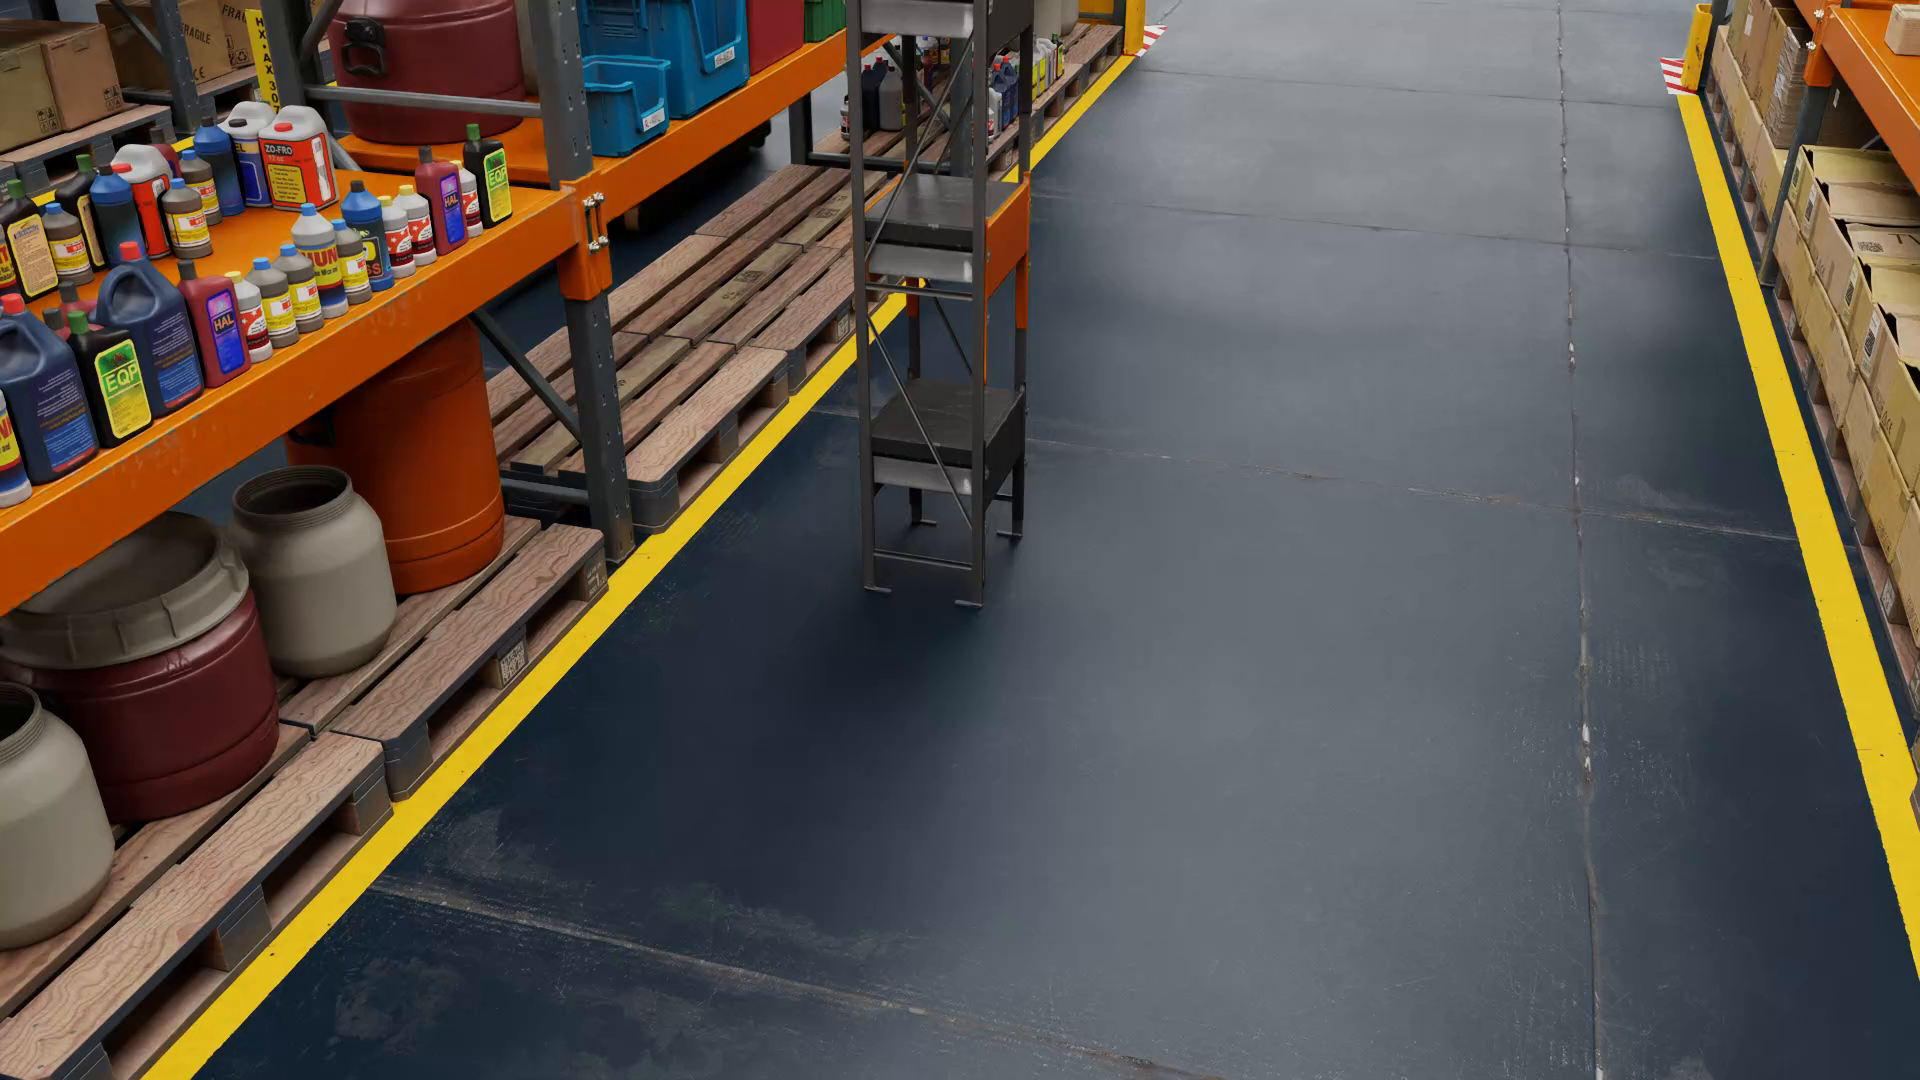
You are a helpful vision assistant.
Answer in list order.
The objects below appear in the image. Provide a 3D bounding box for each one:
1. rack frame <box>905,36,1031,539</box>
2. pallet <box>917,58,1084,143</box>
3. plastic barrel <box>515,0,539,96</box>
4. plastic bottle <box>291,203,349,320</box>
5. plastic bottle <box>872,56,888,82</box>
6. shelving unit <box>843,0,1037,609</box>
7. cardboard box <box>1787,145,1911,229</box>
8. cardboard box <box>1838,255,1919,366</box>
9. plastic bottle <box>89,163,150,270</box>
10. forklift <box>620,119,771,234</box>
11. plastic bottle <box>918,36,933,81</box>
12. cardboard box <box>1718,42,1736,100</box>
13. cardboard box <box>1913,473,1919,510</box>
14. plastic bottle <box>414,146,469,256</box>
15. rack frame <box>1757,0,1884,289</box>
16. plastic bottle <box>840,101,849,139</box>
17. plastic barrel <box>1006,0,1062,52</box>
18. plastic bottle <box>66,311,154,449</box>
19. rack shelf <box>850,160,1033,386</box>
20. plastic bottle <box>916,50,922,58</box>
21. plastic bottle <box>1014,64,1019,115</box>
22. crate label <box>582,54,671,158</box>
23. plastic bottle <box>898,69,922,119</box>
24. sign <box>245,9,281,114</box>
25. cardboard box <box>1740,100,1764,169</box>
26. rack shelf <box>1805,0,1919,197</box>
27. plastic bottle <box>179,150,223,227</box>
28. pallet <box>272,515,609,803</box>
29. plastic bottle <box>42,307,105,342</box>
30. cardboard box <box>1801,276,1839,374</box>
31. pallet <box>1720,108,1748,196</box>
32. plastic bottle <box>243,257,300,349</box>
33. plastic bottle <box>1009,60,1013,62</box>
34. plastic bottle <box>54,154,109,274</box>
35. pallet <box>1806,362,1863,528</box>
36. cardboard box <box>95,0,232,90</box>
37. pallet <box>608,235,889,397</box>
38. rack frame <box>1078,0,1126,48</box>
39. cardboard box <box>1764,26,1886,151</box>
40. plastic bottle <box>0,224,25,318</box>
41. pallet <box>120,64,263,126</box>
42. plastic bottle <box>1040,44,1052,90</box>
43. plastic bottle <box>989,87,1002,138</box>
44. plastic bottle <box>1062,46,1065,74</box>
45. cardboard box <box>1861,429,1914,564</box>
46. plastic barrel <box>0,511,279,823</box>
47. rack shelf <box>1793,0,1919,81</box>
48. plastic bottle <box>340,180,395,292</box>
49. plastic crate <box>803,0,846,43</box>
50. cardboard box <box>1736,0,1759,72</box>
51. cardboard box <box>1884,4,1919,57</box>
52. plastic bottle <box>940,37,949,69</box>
[{"bbox_3d":[0.023,-0.954,5.305,0.400,2.100,0.015,8,30,15],"label":"rack frame"},{"bbox_3d":[0.163,-2.836,10.631,1.003,0.211,1.213,8,30,15],"label":"pallet"},{"bbox_3d":[-1.507,-1.878,5.926,0.421,0.512,0.421,0,29,0],"label":"plastic barrel"},{"bbox_3d":[-1.549,-0.677,4.013,0.097,0.271,0.097,0,29,0],"label":"plastic bottle"},{"bbox_3d":[-0.461,-2.644,9.690,0.144,0.351,0.185,7,30,12],"label":"plastic bottle"},{"bbox_3d":[-0.049,-0.841,5.101,0.431,2.100,0.503,8,30,15],"label":"shelving unit"},{"bbox_3d":[3.944,-1.542,7.256,0.500,0.311,0.500,9,30,15],"label":"cardboard box"},{"bbox_3d":[3.494,-0.827,5.971,0.500,0.311,0.500,9,30,16],"label":"cardboard box"},{"bbox_3d":[-2.179,-0.836,4.300,0.097,0.271,0.097,0,29,0],"label":"plastic bottle"},{"bbox_3d":[-2.053,-3.073,8.260,1.130,2.935,3.031,8,30,15],"label":"forklift"},{"bbox_3d":[-0.217,-3.035,10.474,0.097,0.271,0.097,0,29,0],"label":"plastic bottle"},{"bbox_3d":[4.964,-2.862,10.205,0.500,0.250,0.500,8,30,15],"label":"cardboard box"},{"bbox_3d":[3.048,-0.118,4.696,0.500,0.311,0.500,9,30,16],"label":"cardboard box"},{"bbox_3d":[-1.383,-0.914,4.427,0.061,0.283,0.133,8,30,15],"label":"plastic bottle"},{"bbox_3d":[4.303,-2.471,7.107,1.000,3.000,0.127,8,30,15],"label":"rack frame"},{"bbox_3d":[-0.622,-2.362,9.337,0.097,0.201,0.097,0,29,0],"label":"plastic bottle"},{"bbox_3d":[0.476,-3.585,11.237,0.421,0.512,0.421,0,29,0],"label":"plastic barrel"},{"bbox_3d":[-1.745,-0.342,3.399,0.061,0.283,0.133,8,30,15],"label":"plastic bottle"},{"bbox_3d":[-0.049,-0.829,5.108,0.431,0.518,0.480,8,30,15],"label":"rack shelf"},{"bbox_3d":[-0.315,-2.837,10.113,0.152,0.276,0.135,9,30,16],"label":"plastic bottle"},{"bbox_3d":[0.347,-2.660,9.787,0.061,0.283,0.133,10,31,17],"label":"plastic bottle"},{"bbox_3d":[-1.123,-1.390,5.336,0.303,0.233,0.416,8,30,15],"label":"crate label"},{"bbox_3d":[-0.312,-2.602,9.691,0.152,0.276,0.135,8,30,15],"label":"plastic bottle"},{"bbox_3d":[-2.133,-1.468,5.135,0.100,0.325,0.005,8,30,15],"label":"sign"},{"bbox_3d":[4.519,-2.165,8.953,0.500,0.250,0.500,8,30,15],"label":"cardboard box"},{"bbox_3d":[3.716,-1.228,5.611,1.077,0.370,4.000,8,30,15],"label":"rack shelf"},{"bbox_3d":[-2.130,-0.984,4.638,0.097,0.201,0.097,0,29,0],"label":"plastic bottle"},{"bbox_3d":[-1.796,0.270,5.048,1.003,0.211,1.213,8,30,15],"label":"pallet"},{"bbox_3d":[-1.803,-0.351,3.415,0.061,0.283,0.133,8,30,15],"label":"plastic bottle"},{"bbox_3d":[3.647,-0.823,6.540,0.500,0.250,0.500,8,30,13],"label":"cardboard box"},{"bbox_3d":[4.933,-2.185,9.461,1.003,0.211,1.213,8,30,15],"label":"pallet"},{"bbox_3d":[-1.606,-0.556,3.868,0.097,0.201,0.097,0,29,0],"label":"plastic bottle"},{"bbox_3d":[0.309,-2.834,10.185,0.097,0.201,0.097,0,29,0],"label":"plastic bottle"},{"bbox_3d":[-2.260,-0.844,4.302,0.061,0.283,0.133,8,30,15],"label":"plastic bottle"},{"bbox_3d":[3.768,-0.336,6.137,1.003,0.211,1.213,8,30,15],"label":"pallet"},{"bbox_3d":[-5.010,-3.158,10.481,0.500,0.500,0.500,8,30,13],"label":"cardboard box"},{"bbox_3d":[-0.980,-1.022,7.370,1.003,0.211,1.213,8,30,15],"label":"pallet"},{"bbox_3d":[0.743,-5.039,11.722,1.000,3.000,0.127,8,30,15],"label":"rack frame"},{"bbox_3d":[4.388,-2.258,8.349,0.500,0.500,0.500,8,30,15],"label":"cardboard box"},{"bbox_3d":[-2.344,-0.676,4.011,0.097,0.271,0.097,0,29,0],"label":"plastic bottle"},{"bbox_3d":[-5.002,-2.985,10.899,1.003,0.211,1.213,8,30,15],"label":"pallet"},{"bbox_3d":[0.483,-2.947,10.311,0.152,0.276,0.135,8,30,13],"label":"plastic bottle"},{"bbox_3d":[0.151,-2.422,9.367,0.152,0.276,0.135,10,30,17],"label":"plastic bottle"},{"bbox_3d":[0.623,-3.092,10.649,0.097,0.201,0.097,0,29,0],"label":"plastic bottle"},{"bbox_3d":[3.198,-0.114,5.265,0.500,0.250,0.500,8,30,14],"label":"cardboard box"},{"bbox_3d":[-2.064,0.304,4.167,0.600,0.588,0.708,8,30,15],"label":"plastic barrel"},{"bbox_3d":[4.890,-3.086,8.953,1.077,0.370,4.000,8,30,15],"label":"rack shelf"},{"bbox_3d":[-1.492,-0.767,4.176,0.097,0.271,0.097,0,29,0],"label":"plastic bottle"},{"bbox_3d":[-0.672,-2.238,6.905,0.450,0.188,0.662,8,30,15],"label":"plastic crate"},{"bbox_3d":[4.828,-2.956,9.603,0.500,0.500,0.500,8,30,15],"label":"cardboard box"},{"bbox_3d":[3.848,-1.979,6.480,0.380,0.149,0.250,8,30,15],"label":"cardboard box"},{"bbox_3d":[-0.117,-3.162,10.774,0.097,0.201,0.097,0,29,0],"label":"plastic bottle"}]
